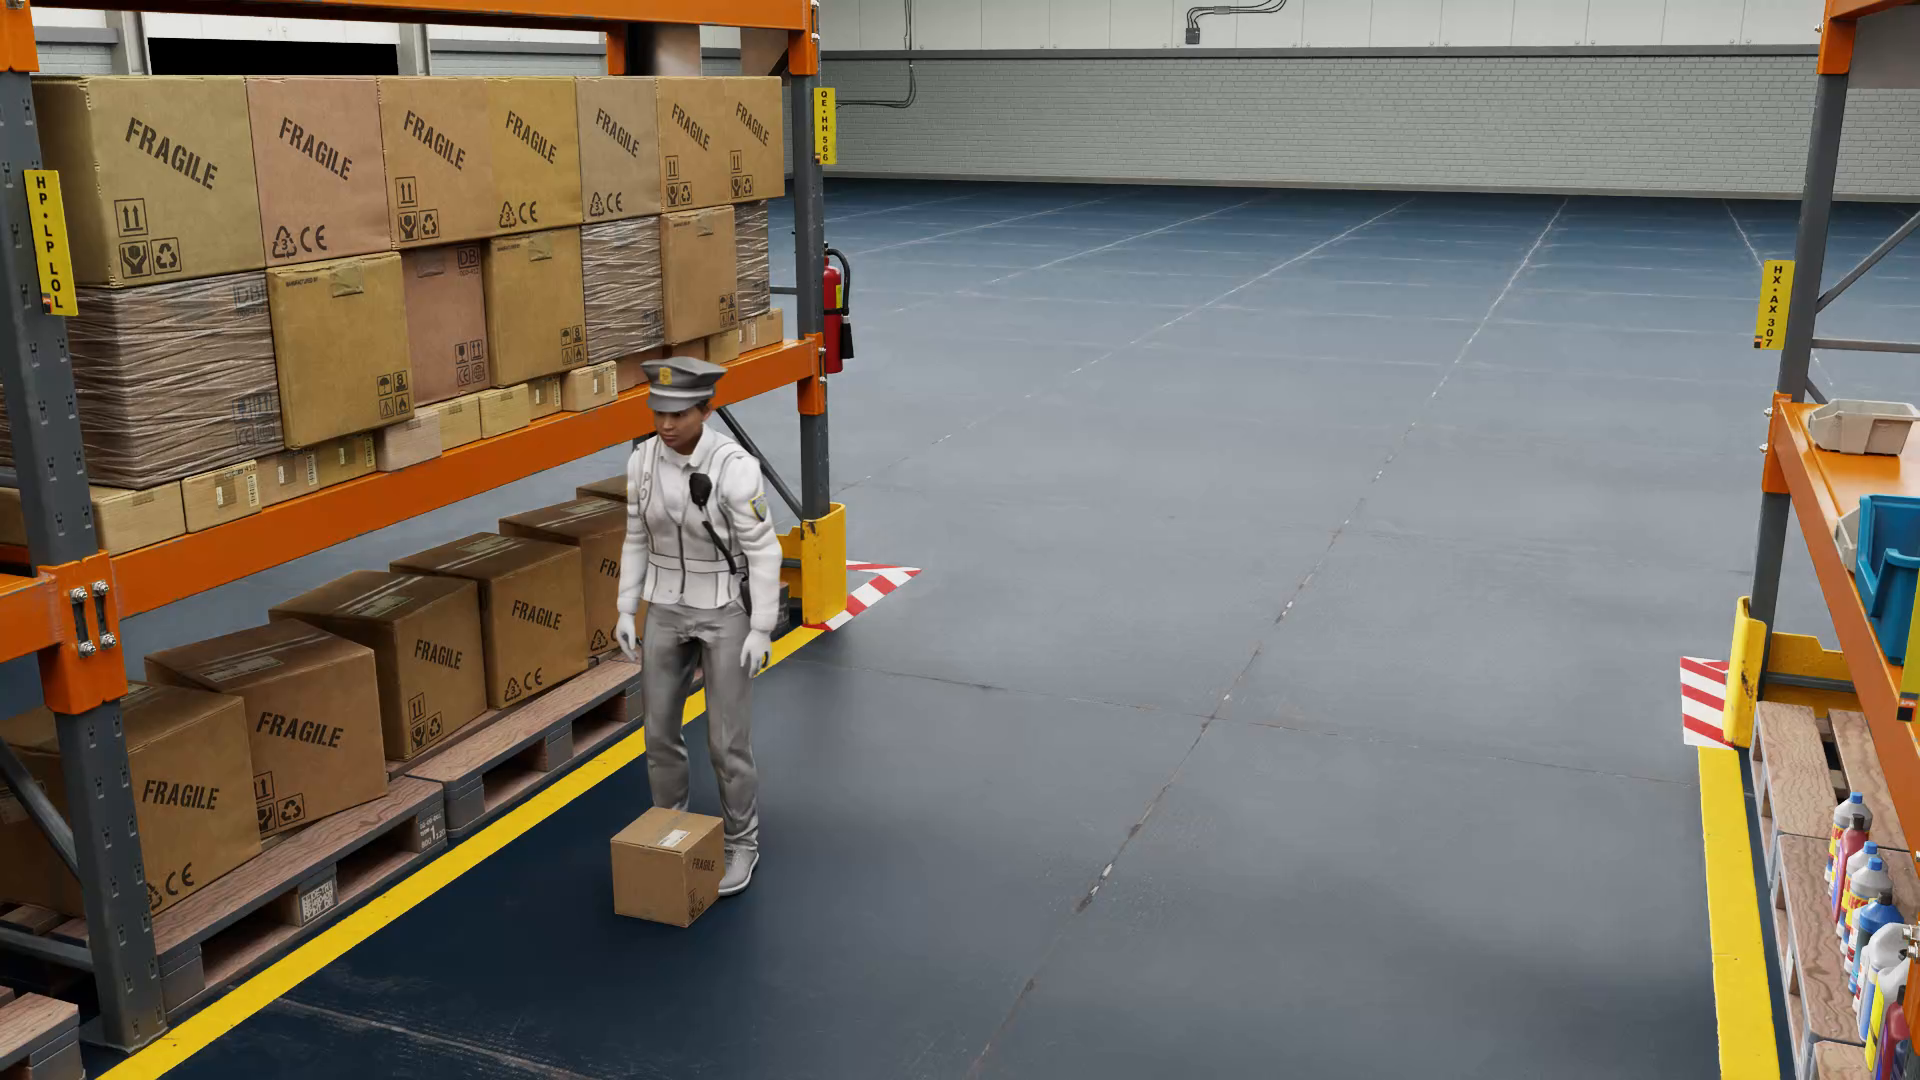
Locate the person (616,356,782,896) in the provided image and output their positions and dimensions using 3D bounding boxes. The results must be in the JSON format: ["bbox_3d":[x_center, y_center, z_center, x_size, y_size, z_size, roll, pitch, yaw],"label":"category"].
[{"bbox_3d":[-0.804,0.256,5.098,0.538,1.663,0.378,6,17,20],"label":"person"}]
